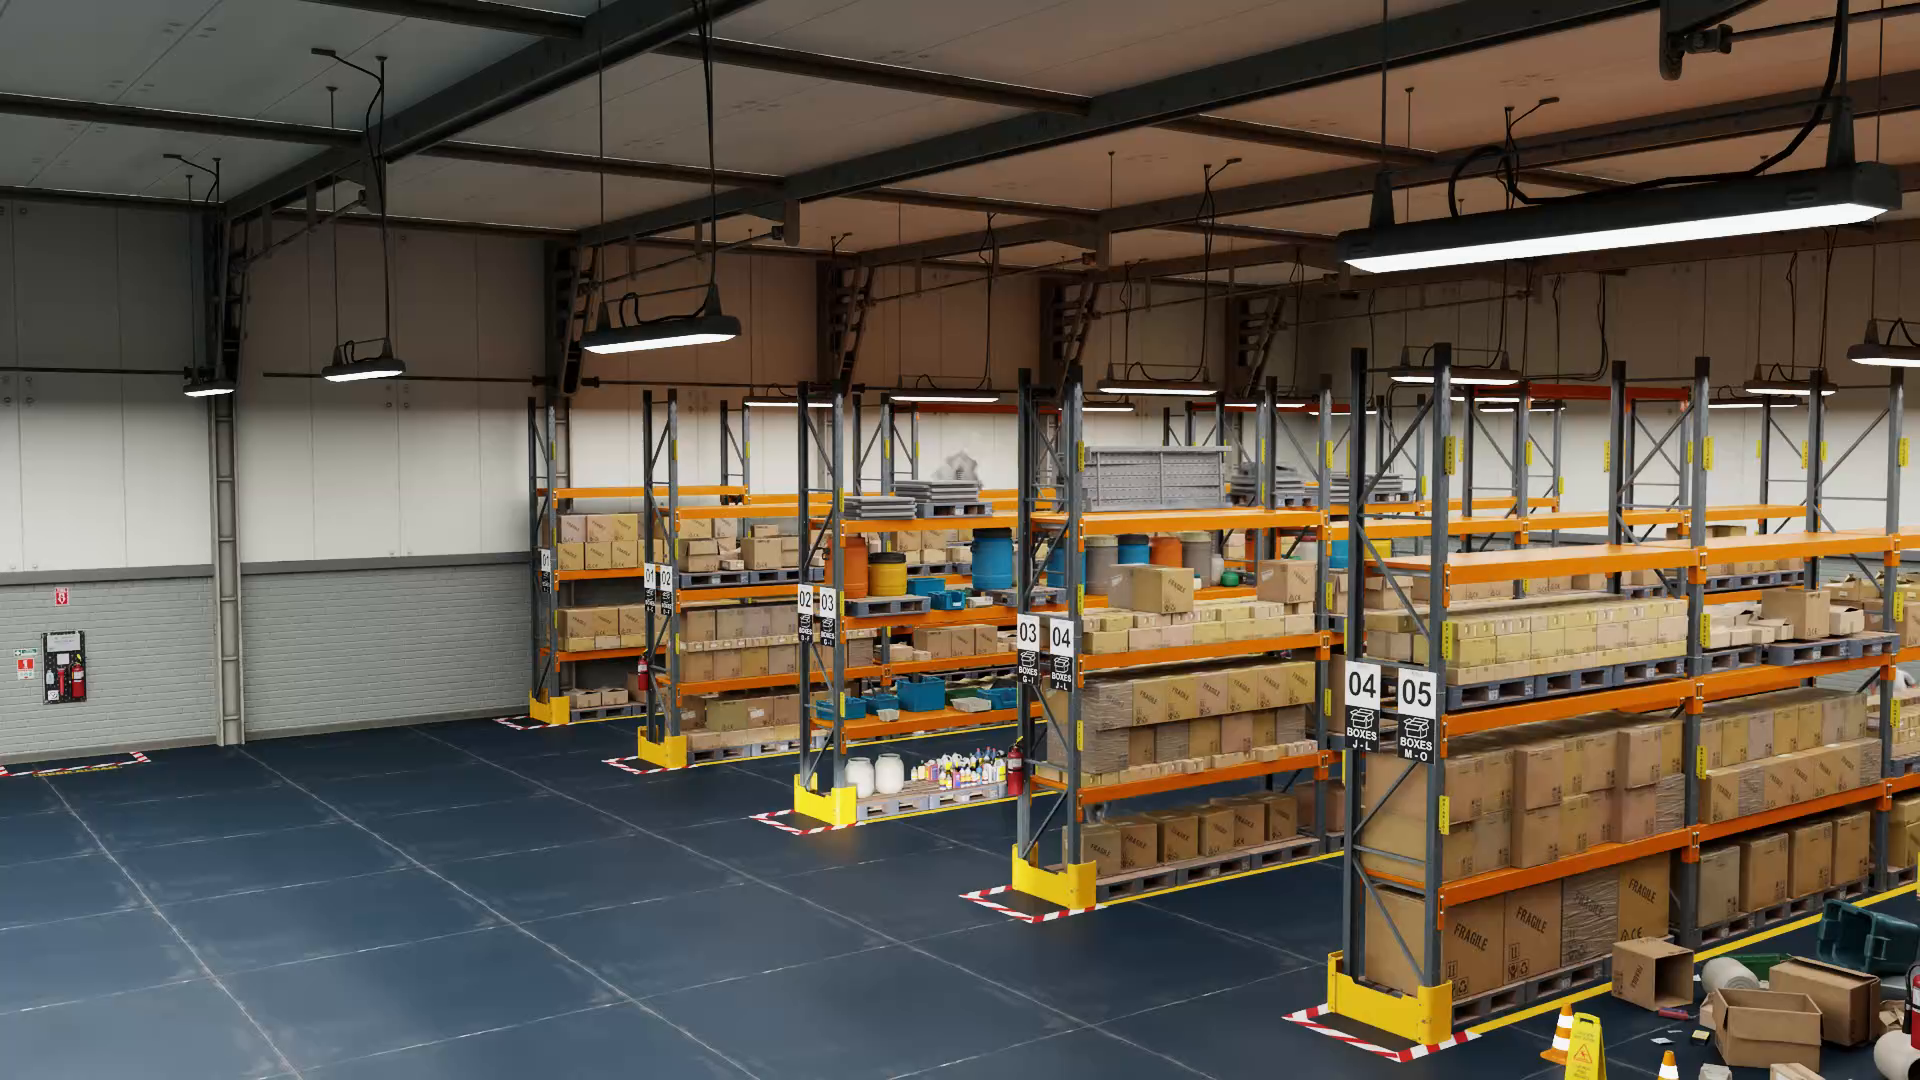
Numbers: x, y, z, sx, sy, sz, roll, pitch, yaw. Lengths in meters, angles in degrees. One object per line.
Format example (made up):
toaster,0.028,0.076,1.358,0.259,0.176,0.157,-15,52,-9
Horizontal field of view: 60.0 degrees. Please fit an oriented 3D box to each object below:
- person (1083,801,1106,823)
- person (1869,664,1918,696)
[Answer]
person,1.775,3.112,21.697,0.537,1.561,0.589,3,4,40
person,15.195,2.710,27.034,0.703,1.703,0.951,1,4,19
